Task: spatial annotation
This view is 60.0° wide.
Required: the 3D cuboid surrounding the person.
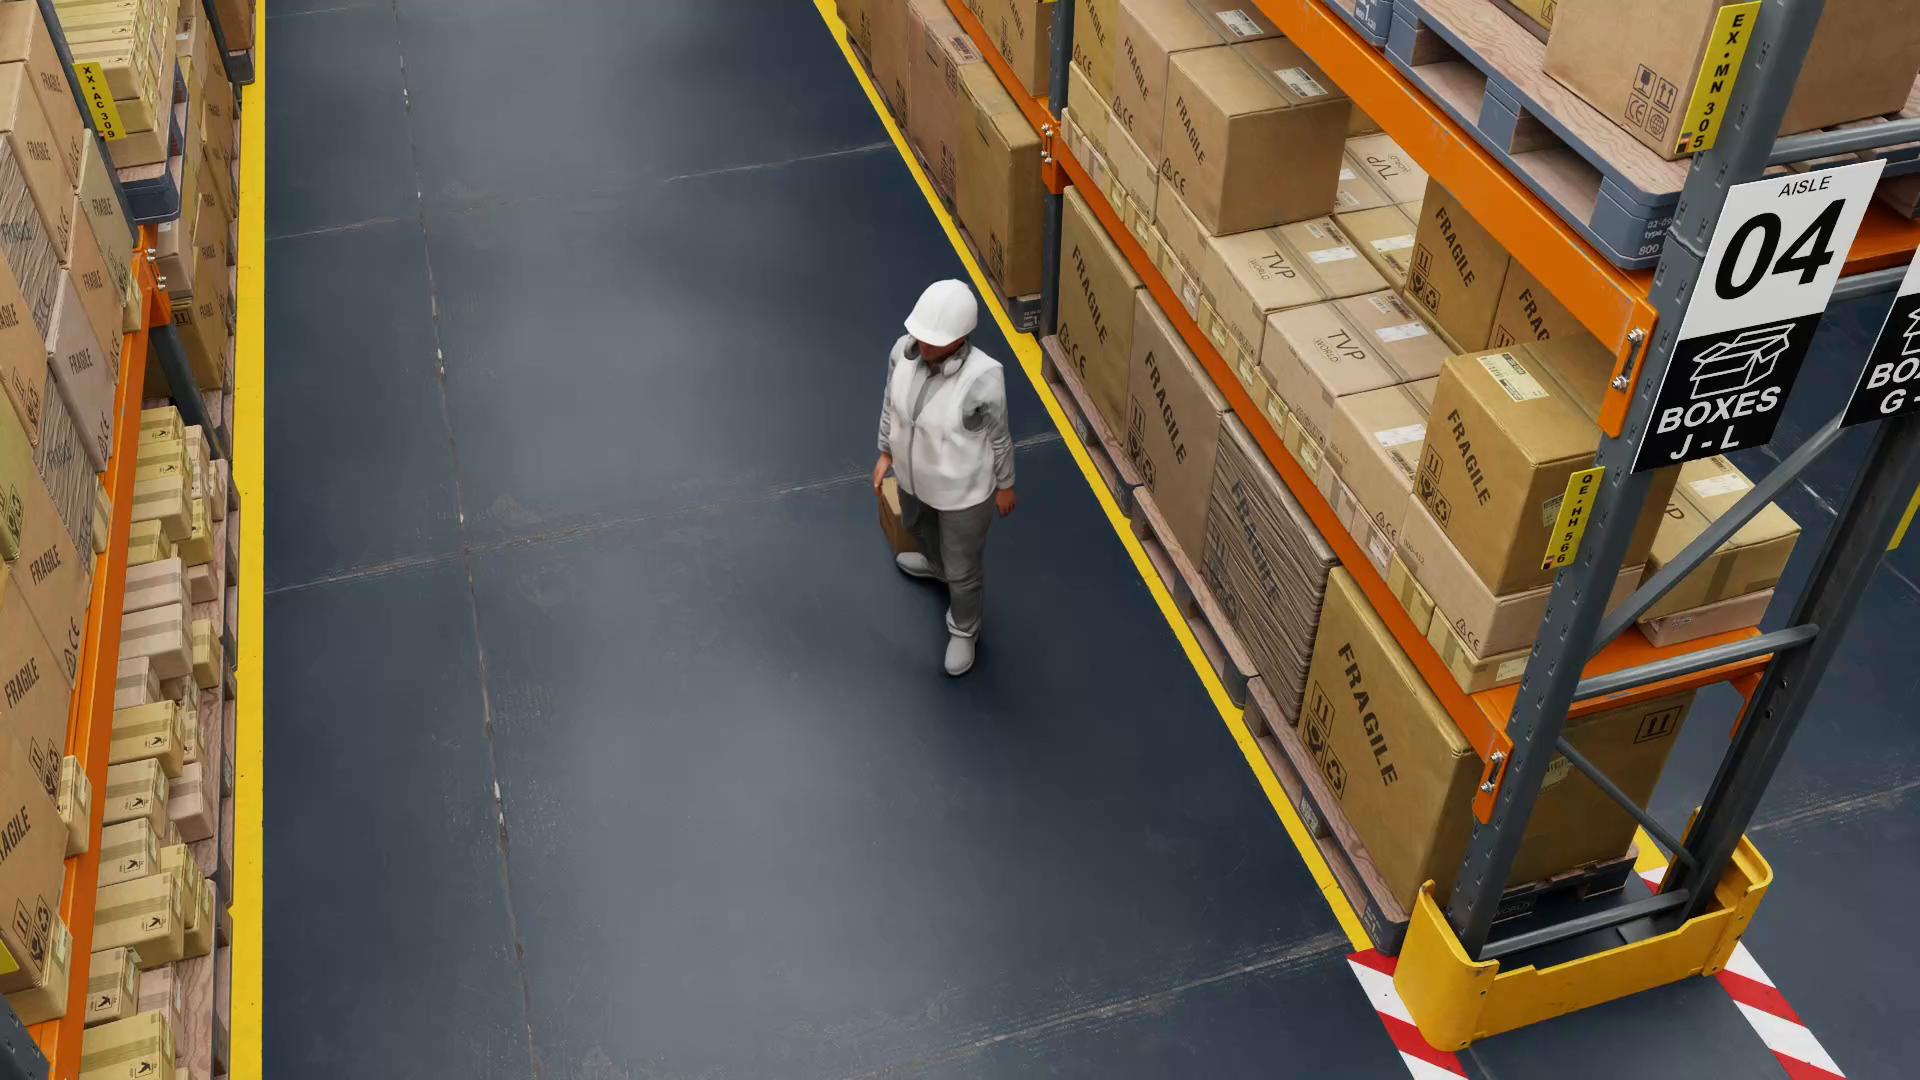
[{"bbox_3d":[-0.097,-0.323,6.495,0.709,1.766,0.491,33,52,31],"label":"person"}]
